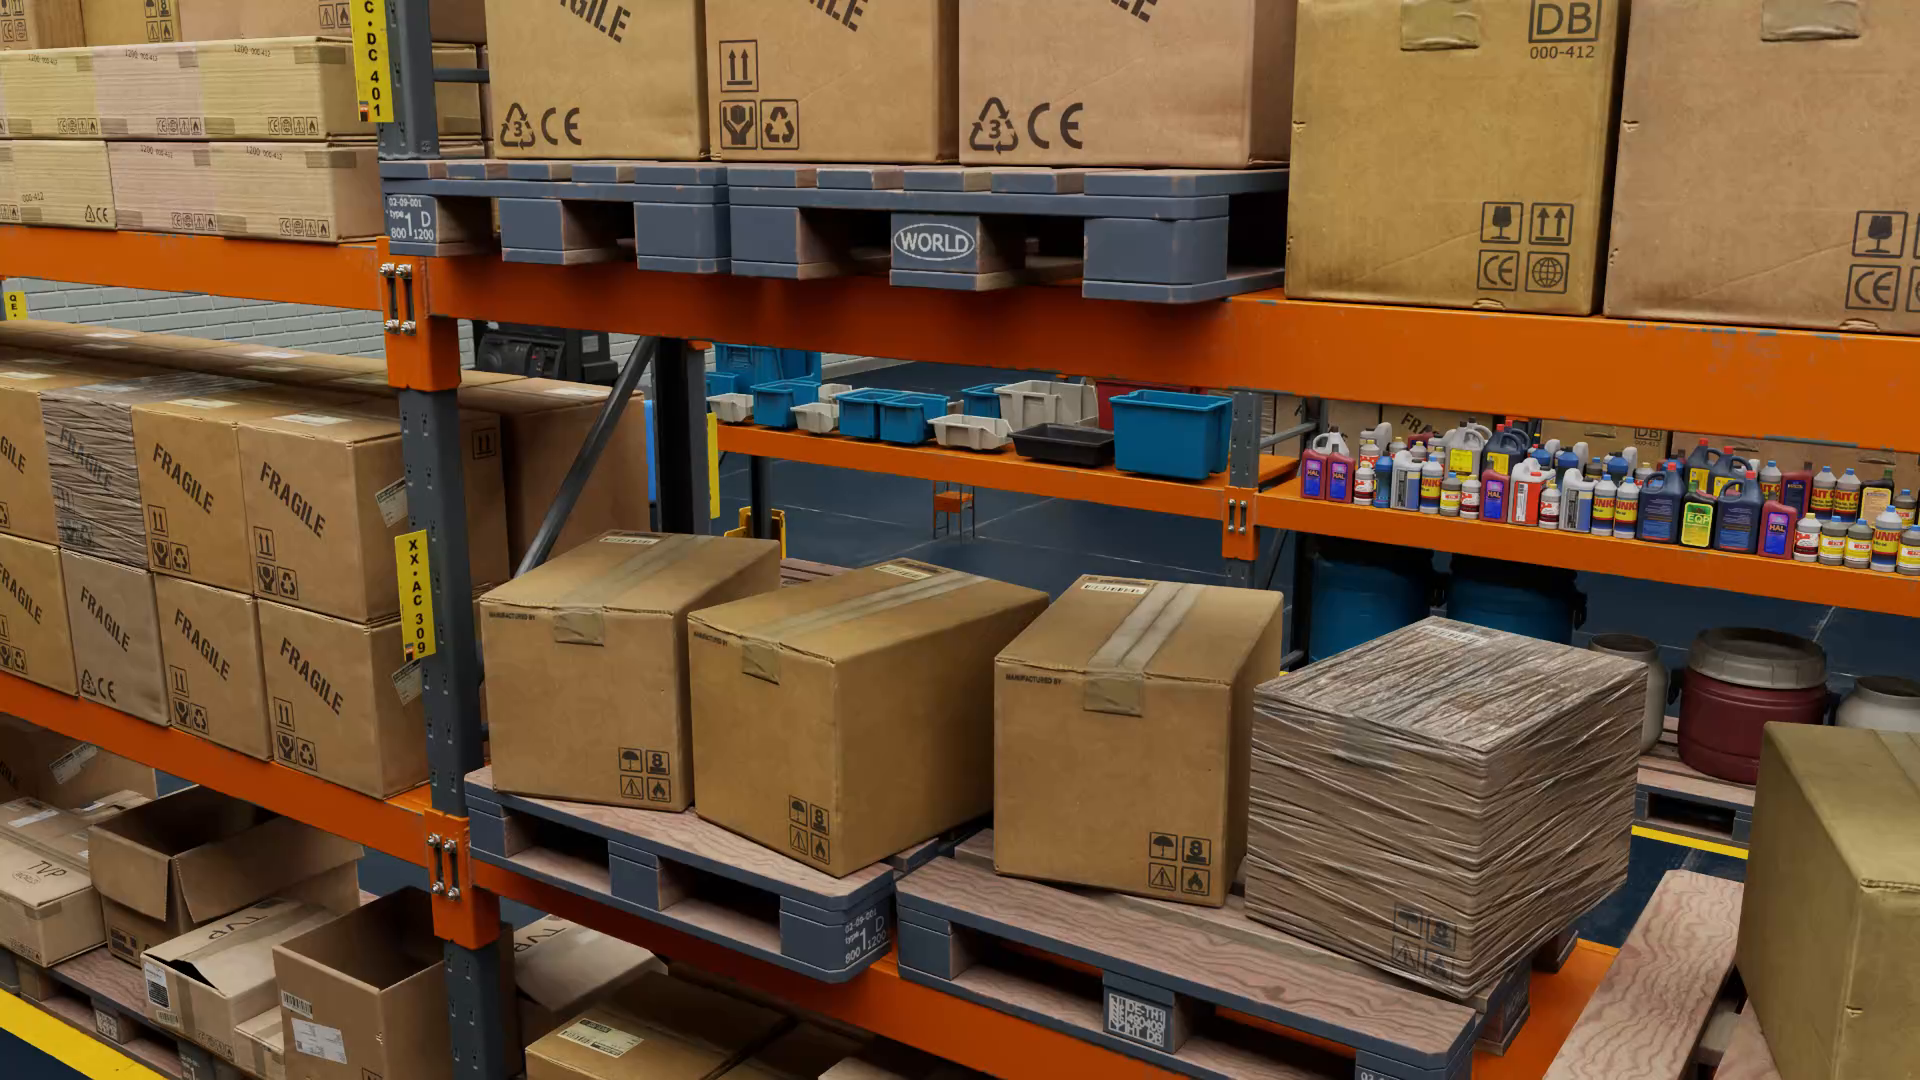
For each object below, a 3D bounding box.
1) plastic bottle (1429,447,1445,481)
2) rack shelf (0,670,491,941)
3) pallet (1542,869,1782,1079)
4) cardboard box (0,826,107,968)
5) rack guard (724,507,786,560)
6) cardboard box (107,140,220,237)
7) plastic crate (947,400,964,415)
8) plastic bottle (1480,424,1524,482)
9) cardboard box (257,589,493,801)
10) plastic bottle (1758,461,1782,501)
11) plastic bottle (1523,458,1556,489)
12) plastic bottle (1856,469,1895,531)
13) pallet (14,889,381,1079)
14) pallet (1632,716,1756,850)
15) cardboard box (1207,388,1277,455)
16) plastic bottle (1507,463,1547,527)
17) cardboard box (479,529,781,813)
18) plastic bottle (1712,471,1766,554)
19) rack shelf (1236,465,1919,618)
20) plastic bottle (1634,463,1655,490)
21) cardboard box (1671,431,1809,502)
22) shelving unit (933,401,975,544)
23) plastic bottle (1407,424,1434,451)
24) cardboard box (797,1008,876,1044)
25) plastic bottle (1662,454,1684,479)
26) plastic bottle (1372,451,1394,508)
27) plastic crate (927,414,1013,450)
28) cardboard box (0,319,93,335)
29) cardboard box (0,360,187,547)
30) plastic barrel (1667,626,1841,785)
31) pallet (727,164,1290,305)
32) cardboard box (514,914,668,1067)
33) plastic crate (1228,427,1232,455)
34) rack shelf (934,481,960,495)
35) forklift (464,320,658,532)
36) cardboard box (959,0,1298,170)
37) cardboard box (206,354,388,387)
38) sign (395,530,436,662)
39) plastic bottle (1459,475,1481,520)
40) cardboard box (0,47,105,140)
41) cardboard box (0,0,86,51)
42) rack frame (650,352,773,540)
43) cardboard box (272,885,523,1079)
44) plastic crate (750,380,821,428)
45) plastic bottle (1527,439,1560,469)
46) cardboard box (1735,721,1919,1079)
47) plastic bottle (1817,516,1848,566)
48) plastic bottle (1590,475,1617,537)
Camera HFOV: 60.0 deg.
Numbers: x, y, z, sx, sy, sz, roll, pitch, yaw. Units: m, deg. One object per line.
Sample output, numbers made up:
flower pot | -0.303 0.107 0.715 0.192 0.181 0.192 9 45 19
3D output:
plastic bottle | 2.445 -0.374 8.505 0.097 0.201 0.097 0 14 0
rack shelf | -2.738 0.533 5.924 4.000 0.370 1.077 9 17 33
pallet | 1.639 1.005 2.921 1.003 0.211 1.213 9 17 33
cardboard box | -3.275 1.300 6.134 0.500 0.250 0.500 9 17 33
rack guard | -1.657 0.141 11.212 0.348 0.500 1.175 9 17 33
cardboard box | -2.040 -1.013 4.741 0.500 0.250 0.500 9 17 33
plastic crate | -0.119 -0.789 10.192 0.250 0.136 0.298 9 17 33
plastic bottle | 2.707 -0.400 8.298 0.185 0.351 0.144 9 17 33
cardboard box | -1.637 0.388 4.807 0.500 0.500 0.500 10 17 34
plastic bottle | 3.790 -0.235 7.796 0.097 0.271 0.097 0 14 0
plastic bottle | 2.714 -0.243 7.820 0.135 0.276 0.152 9 17 33
plastic bottle | 4.168 -0.185 7.569 0.133 0.283 0.061 9 17 33
pallet | -2.665 1.550 6.123 1.213 0.211 1.003 9 17 33
pallet | 3.322 1.094 7.965 1.213 0.211 1.003 9 17 33
cardboard box | 2.465 -1.040 14.328 0.875 0.875 0.875 9 17 33
plastic bottle | 2.629 -0.213 7.698 0.135 0.276 0.152 9 17 33
cardboard box | -0.810 0.308 4.255 0.500 0.500 0.700 4 14 14
plastic bottle | 3.377 -0.127 7.196 0.185 0.351 0.144 9 17 33
rack shelf | 3.348 0.082 7.745 4.000 0.370 1.077 9 17 33
plastic bottle | 3.334 -0.274 8.103 0.097 0.201 0.097 0 14 0
cardboard box | 5.737 -0.494 12.122 0.875 0.875 1.225 9 16 31
shelving unit | -0.044 -0.517 12.726 0.252 1.050 0.215 9 17 33
plastic bottle | 2.414 -0.468 8.715 0.133 0.283 0.061 9 17 33
cardboard box | -0.104 1.529 4.691 0.500 0.500 0.500 9 17 33
plastic bottle | 3.410 -0.278 7.973 0.097 0.271 0.097 0 14 0
plastic bottle | 2.052 -0.296 8.043 0.097 0.271 0.097 0 14 0
plastic crate | 0.076 -0.610 9.468 0.466 0.136 0.293 9 17 33
cardboard box | -3.875 -0.613 6.770 0.500 0.500 0.500 9 17 32
cardboard box | -2.904 -0.302 5.510 0.500 0.500 0.500 9 17 32
plastic barrel | 3.655 0.754 7.678 0.708 0.588 0.600 9 17 33
pallet | 0.286 -0.673 3.447 1.003 0.211 1.213 9 17 33
cardboard box | -1.306 1.444 5.426 0.500 0.311 0.500 9 17 33
plastic crate | 1.382 -0.527 9.134 0.243 0.136 0.396 9 17 33
rack shelf | -0.044 -0.507 12.729 0.240 0.259 0.215 9 17 33
forklift | -3.353 -1.318 12.046 1.130 2.935 3.031 10 17 36
cardboard box | 0.406 -1.044 3.267 0.600 0.600 0.600 8 16 31
cardboard box | -2.167 -0.339 5.662 0.500 0.500 0.500 9 16 31
sign | -1.375 0.141 4.209 0.005 0.325 0.100 9 17 33
plastic bottle | 2.406 -0.204 7.820 0.097 0.201 0.097 0 14 0
cardboard box | -2.460 -1.320 4.943 0.500 0.250 0.500 9 17 33
cardboard box | -2.757 -1.793 5.294 0.500 0.500 0.700 9 17 33
rack frame | -1.630 -1.071 10.909 0.127 3.000 1.000 9 17 33
cardboard box | -1.710 1.432 5.082 0.500 0.500 0.500 9 17 33
plastic crate | -1.063 -0.832 10.167 0.300 0.233 0.416 9 17 33
plastic bottle | 2.918 -0.370 8.333 0.135 0.276 0.152 9 17 33
cardboard box | 1.655 0.674 2.775 0.500 0.500 0.700 4 14 14
plastic bottle | 3.673 0.000 6.993 0.097 0.201 0.097 0 14 0
plastic bottle | 2.902 -0.158 7.488 0.097 0.271 0.097 0 14 0
